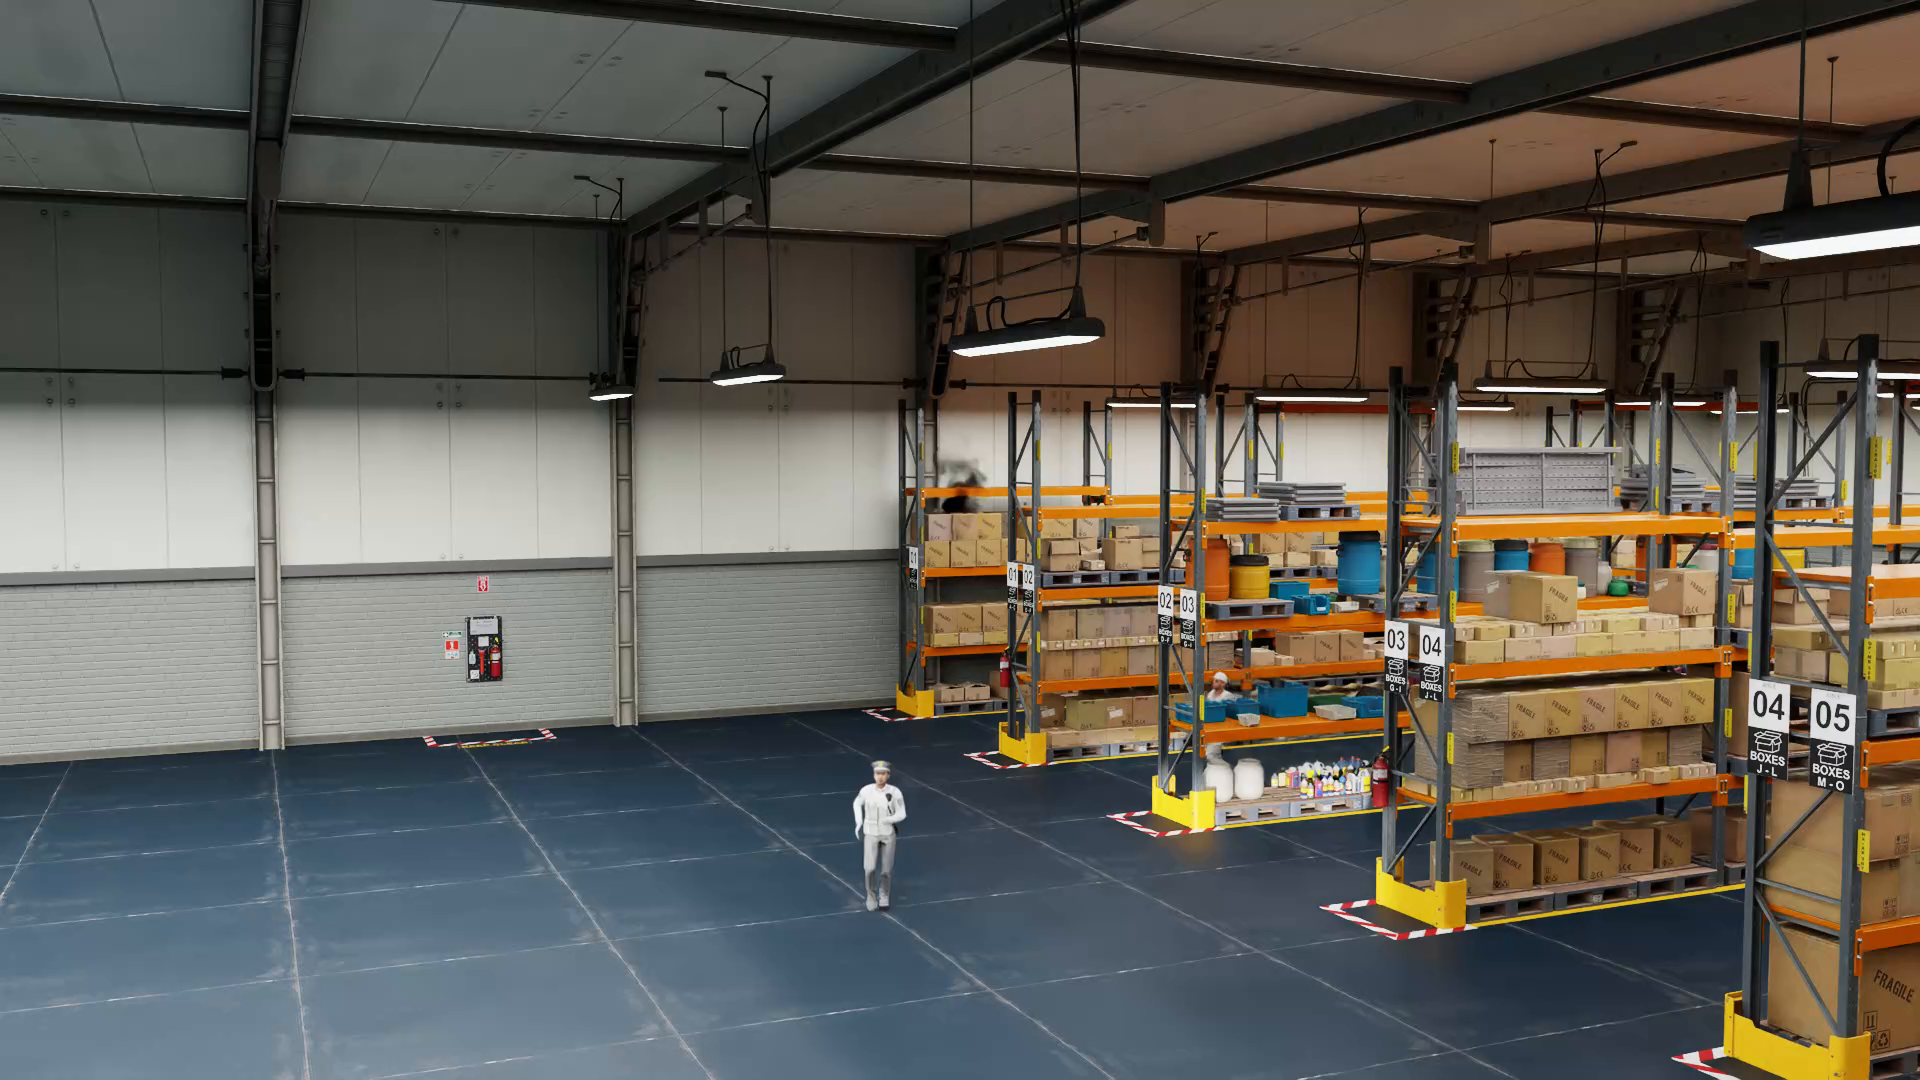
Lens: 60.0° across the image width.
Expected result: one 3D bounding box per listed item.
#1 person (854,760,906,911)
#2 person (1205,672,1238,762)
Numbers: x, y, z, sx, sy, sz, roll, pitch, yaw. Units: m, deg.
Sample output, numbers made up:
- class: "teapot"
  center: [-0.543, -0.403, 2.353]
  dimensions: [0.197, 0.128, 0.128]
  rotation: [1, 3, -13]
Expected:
- class: "person"
  center: [-0.884, 3.246, 18.245]
  dimensions: [0.593, 1.670, 0.644]
  rotation: [0, 3, 0]
- class: "person"
  center: [3.762, 2.842, 24.493]
  dimensions: [0.645, 1.786, 0.634]
  rotation: [-2, 4, -29]
